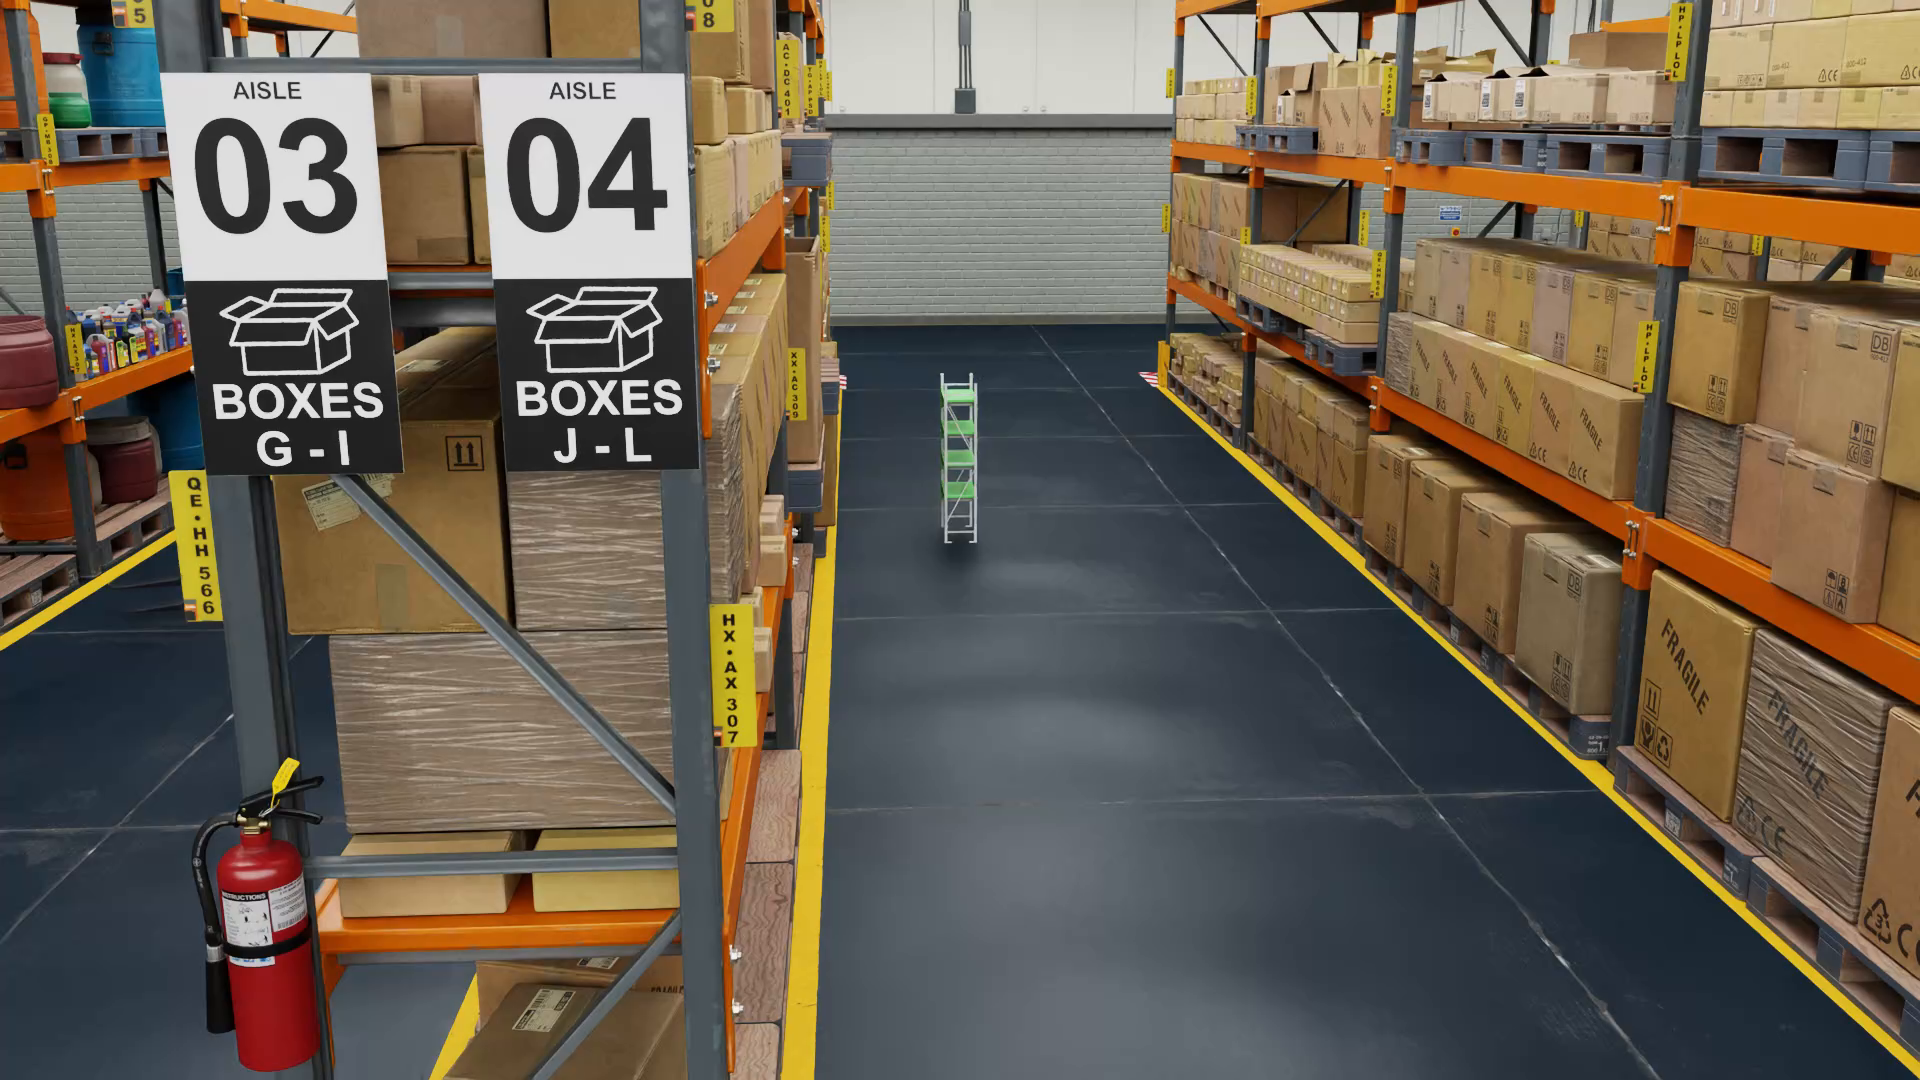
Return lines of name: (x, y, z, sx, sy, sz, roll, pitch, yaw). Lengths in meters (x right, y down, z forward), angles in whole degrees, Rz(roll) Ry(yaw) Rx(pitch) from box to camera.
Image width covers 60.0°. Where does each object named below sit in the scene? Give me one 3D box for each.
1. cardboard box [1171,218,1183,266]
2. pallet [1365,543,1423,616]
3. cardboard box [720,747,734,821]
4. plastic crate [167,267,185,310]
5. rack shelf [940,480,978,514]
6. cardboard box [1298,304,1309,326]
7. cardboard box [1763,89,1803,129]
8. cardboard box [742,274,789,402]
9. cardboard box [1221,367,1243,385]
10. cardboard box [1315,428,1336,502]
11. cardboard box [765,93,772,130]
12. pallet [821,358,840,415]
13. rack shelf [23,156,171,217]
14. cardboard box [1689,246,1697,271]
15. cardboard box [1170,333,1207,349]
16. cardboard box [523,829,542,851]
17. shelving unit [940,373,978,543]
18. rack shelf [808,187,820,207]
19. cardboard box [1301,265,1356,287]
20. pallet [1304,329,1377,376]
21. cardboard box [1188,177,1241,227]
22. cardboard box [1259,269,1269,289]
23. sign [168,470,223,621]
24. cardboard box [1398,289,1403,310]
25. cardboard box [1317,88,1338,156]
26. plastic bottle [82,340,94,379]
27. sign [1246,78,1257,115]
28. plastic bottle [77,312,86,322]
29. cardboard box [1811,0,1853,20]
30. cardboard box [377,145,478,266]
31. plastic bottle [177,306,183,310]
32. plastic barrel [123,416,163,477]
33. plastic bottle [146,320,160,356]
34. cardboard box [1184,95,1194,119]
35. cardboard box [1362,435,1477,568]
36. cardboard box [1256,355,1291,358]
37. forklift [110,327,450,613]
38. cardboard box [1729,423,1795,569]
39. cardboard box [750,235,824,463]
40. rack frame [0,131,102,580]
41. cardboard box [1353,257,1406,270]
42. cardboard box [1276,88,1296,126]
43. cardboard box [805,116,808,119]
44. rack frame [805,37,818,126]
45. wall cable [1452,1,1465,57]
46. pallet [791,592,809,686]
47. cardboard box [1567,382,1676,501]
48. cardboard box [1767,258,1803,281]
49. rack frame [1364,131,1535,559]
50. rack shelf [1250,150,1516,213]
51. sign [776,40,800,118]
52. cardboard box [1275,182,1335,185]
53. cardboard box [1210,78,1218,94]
cardboard box: (2.680, -3.383, 18.858, 0.500, 0.500, 0.500, 0, 14, -1)
pallet: (3.397, 0.231, 11.206, 1.003, 0.211, 1.213, -1, 14, -3)
cardboard box: (-0.814, 0.646, 4.499, 0.380, 0.149, 0.250, -1, 14, -3)
plastic crate: (-7.094, -2.316, 15.419, 0.392, 0.384, 0.575, -1, 14, -3)
rack shelf: (-0.010, -0.328, 12.613, 0.258, 0.148, 0.480, -1, 14, -3)
cardboard box: (2.874, -1.769, 13.043, 0.380, 0.149, 0.250, -2, 15, -6)
cardboard box: (3.387, -1.683, 6.488, 0.380, 0.149, 0.250, -1, 14, -4)
cardboard box: (-0.983, -0.840, 6.966, 0.500, 0.500, 0.500, -1, 14, -3)
cardboard box: (2.816, -1.632, 16.533, 0.380, 0.149, 0.250, -1, 14, -4)
cardboard box: (3.093, -0.599, 13.007, 0.500, 0.500, 0.500, 0, 14, -1)
cardboard box: (-0.977, -1.767, 6.857, 0.380, 0.149, 0.250, 0, 14, -2)
pallet: (-1.383, -0.997, 10.766, 1.213, 0.211, 1.003, -1, 14, -3)
rack shelf: (-6.601, -2.791, 12.777, 1.077, 0.370, 4.000, -1, 14, -3)
cardboard box: (7.743, -2.826, 17.289, 0.500, 0.500, 0.500, -1, 14, -4)
cardboard box: (2.621, -2.282, 19.060, 0.380, 0.149, 0.250, -2, 15, -6)
cardboard box: (-1.276, 0.716, 4.228, 0.380, 0.149, 0.250, -1, 14, -3)
shelving unit: (-0.010, -0.622, 12.537, 0.258, 1.200, 0.503, -1, 14, -3)
rack shelf: (-1.657, -2.867, 13.074, 1.077, 0.370, 4.000, -1, 14, -3)
cardboard box: (2.877, -2.056, 12.963, 0.380, 0.149, 0.250, -1, 14, -3)
pallet: (3.273, -1.400, 12.331, 1.213, 0.211, 1.003, -1, 14, -3)
cardboard box: (2.738, -3.612, 17.742, 0.500, 0.500, 0.500, -1, 14, -5)
cardboard box: (2.792, -2.239, 14.274, 0.380, 0.149, 0.250, -2, 15, -6)
sign: (-1.593, 0.014, 3.495, 0.100, 0.325, 0.005, -1, 14, -3)
cardboard box: (3.539, -1.862, 12.810, 0.380, 0.149, 0.250, -1, 14, -3)
cardboard box: (3.064, -3.205, 12.741, 0.500, 0.500, 0.500, -1, 14, -3)
plastic bottle: (-6.161, -1.269, 11.695, 0.097, 0.271, 0.097, 0, 14, 0)
sign: (2.635, -4.004, 15.013, 0.100, 0.325, 0.005, -1, 14, -3)
plastic bottle: (-7.024, -1.683, 13.307, 0.097, 0.271, 0.097, 0, 14, 0)
cardboard box: (3.403, -2.006, 6.143, 0.380, 0.149, 0.250, -1, 14, -4)
cardboard box: (-1.321, -0.772, 3.788, 0.500, 0.250, 0.500, -1, 14, -2)
plastic bottle: (-6.447, -1.806, 13.783, 0.097, 0.271, 0.097, 0, 14, 0)
plastic barrel: (-6.718, -0.729, 13.489, 0.421, 0.512, 0.421, 0, 14, 0)
plastic bottle: (-6.232, -1.556, 12.812, 0.097, 0.271, 0.097, 0, 14, 0)
cardboard box: (2.729, -4.686, 17.996, 0.500, 0.250, 0.500, -1, 14, -4)
cardboard box: (3.371, -0.278, 11.259, 1.050, 0.750, 0.750, -1, 14, -4)
cardboard box: (3.266, -1.839, 17.337, 0.380, 0.149, 0.250, -1, 15, -6)
forklift: (-3.911, -1.047, 10.714, 3.031, 2.935, 1.130, -9, 17, -32)
cardboard box: (3.763, -0.167, 6.854, 0.875, 0.550, 0.550, -1, 14, -3)
cardboard box: (-1.195, -0.964, 8.208, 1.000, 1.000, 1.000, -1, 14, -3)
rack frame: (-6.477, -1.189, 11.128, 1.000, 3.000, 0.127, -1, 14, -3)
cardboard box: (3.475, -2.261, 13.760, 0.380, 0.149, 0.250, -2, 15, -6)
cardboard box: (3.021, -3.703, 14.213, 0.500, 0.311, 0.500, -1, 14, -4)
cardboard box: (-1.809, -4.473, 16.627, 0.700, 0.500, 0.500, 0, 14, -1)
rack frame: (-1.781, -5.166, 14.544, 1.000, 3.000, 0.127, -1, 14, -3)
wall cable: (7.229, -7.724, 24.486, 0.463, 3.000, 0.029, -1, 14, -3)
pallet: (-1.414, 0.582, 9.841, 1.003, 0.211, 1.213, -1, 14, -3)
cardboard box: (3.372, -0.496, 8.234, 0.500, 0.500, 0.500, -1, 14, -4)
cardboard box: (7.856, -2.469, 15.400, 0.500, 0.250, 0.500, -1, 14, -5)
rack frame: (3.424, -1.317, 11.625, 1.000, 3.000, 0.127, -1, 14, -3)
rack shelf: (3.300, -2.919, 13.274, 1.077, 0.370, 4.000, -1, 14, -3)
sign: (-0.744, -1.984, 7.160, 0.100, 0.325, 0.005, -1, 14, -3)
cardboard box: (3.344, -3.233, 16.268, 0.500, 0.500, 0.500, -1, 14, -5)
cardboard box: (2.741, -4.584, 16.802, 0.380, 0.149, 0.250, -1, 14, -4)
